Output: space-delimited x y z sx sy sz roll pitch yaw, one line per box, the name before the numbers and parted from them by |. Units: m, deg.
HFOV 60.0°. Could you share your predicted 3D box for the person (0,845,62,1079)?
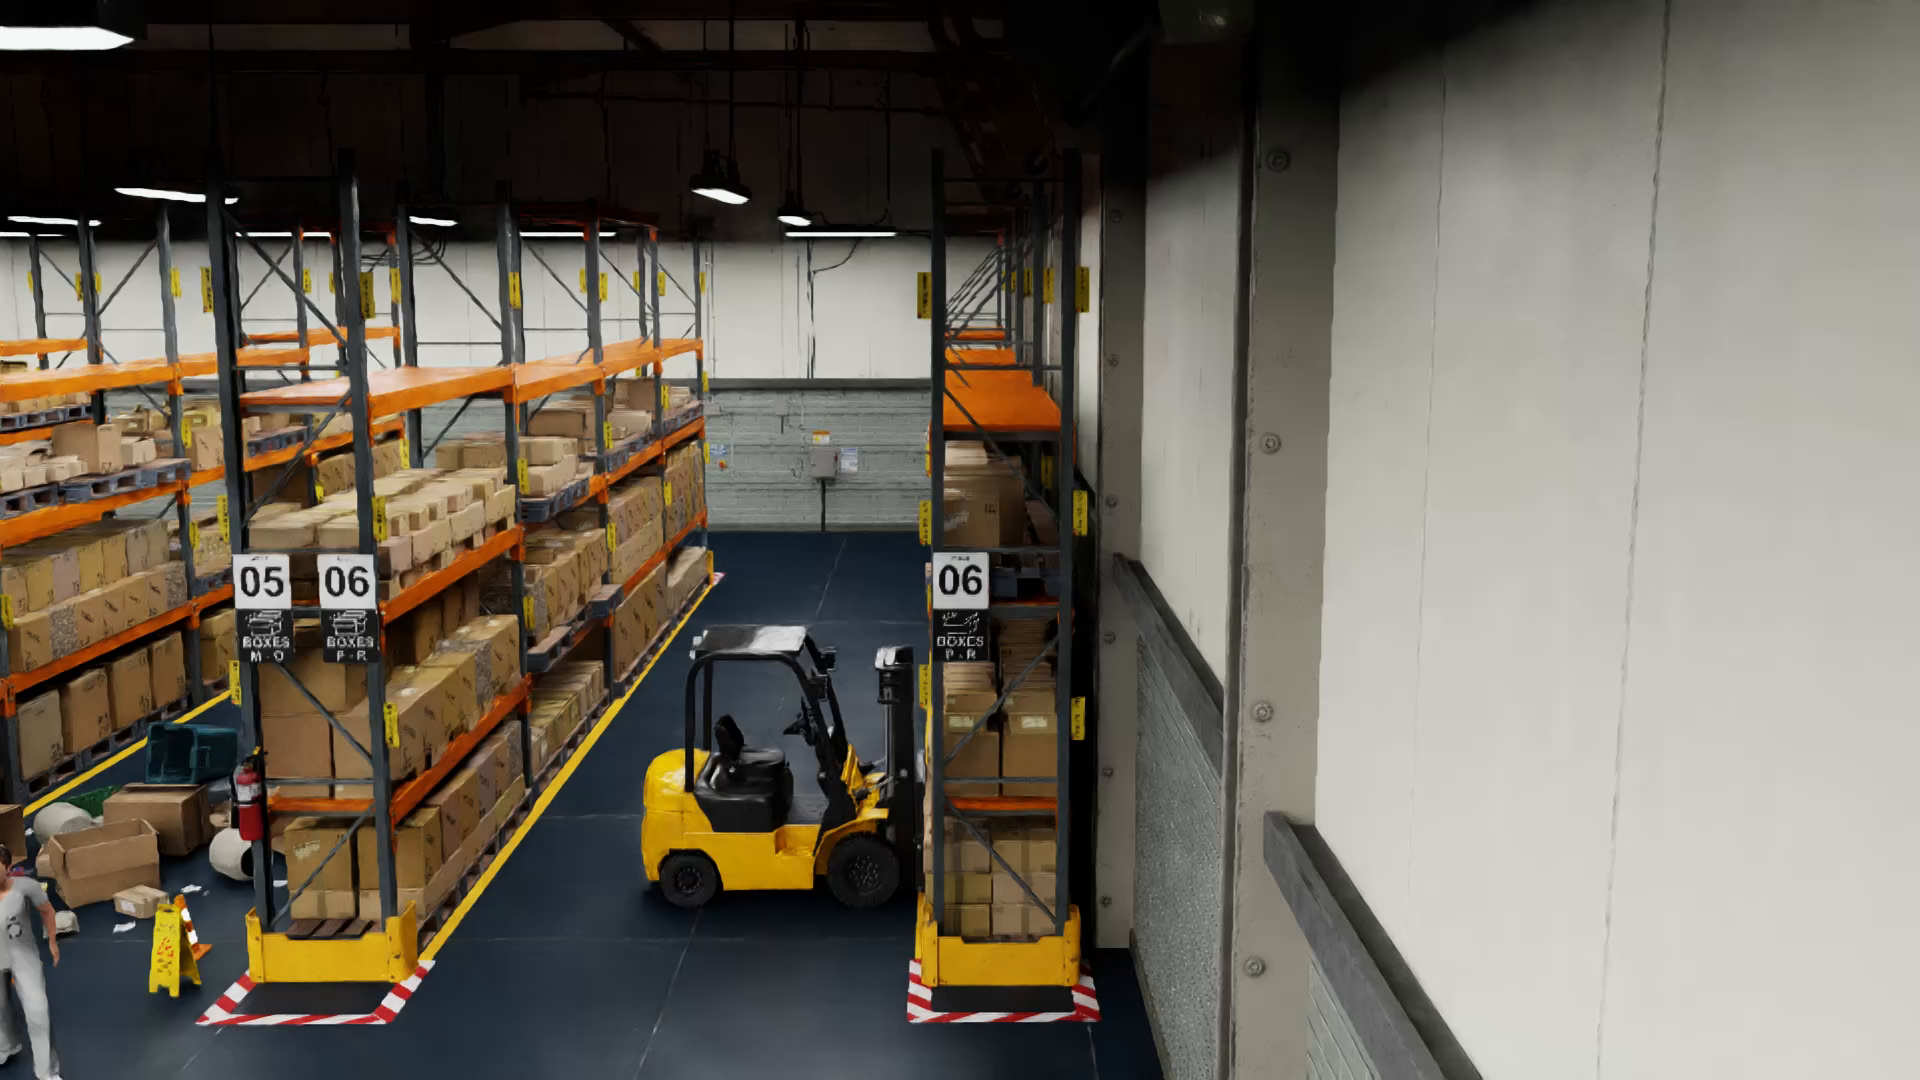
person | -6.070 2.681 10.669 0.609 1.599 0.817 -3 10 -17
